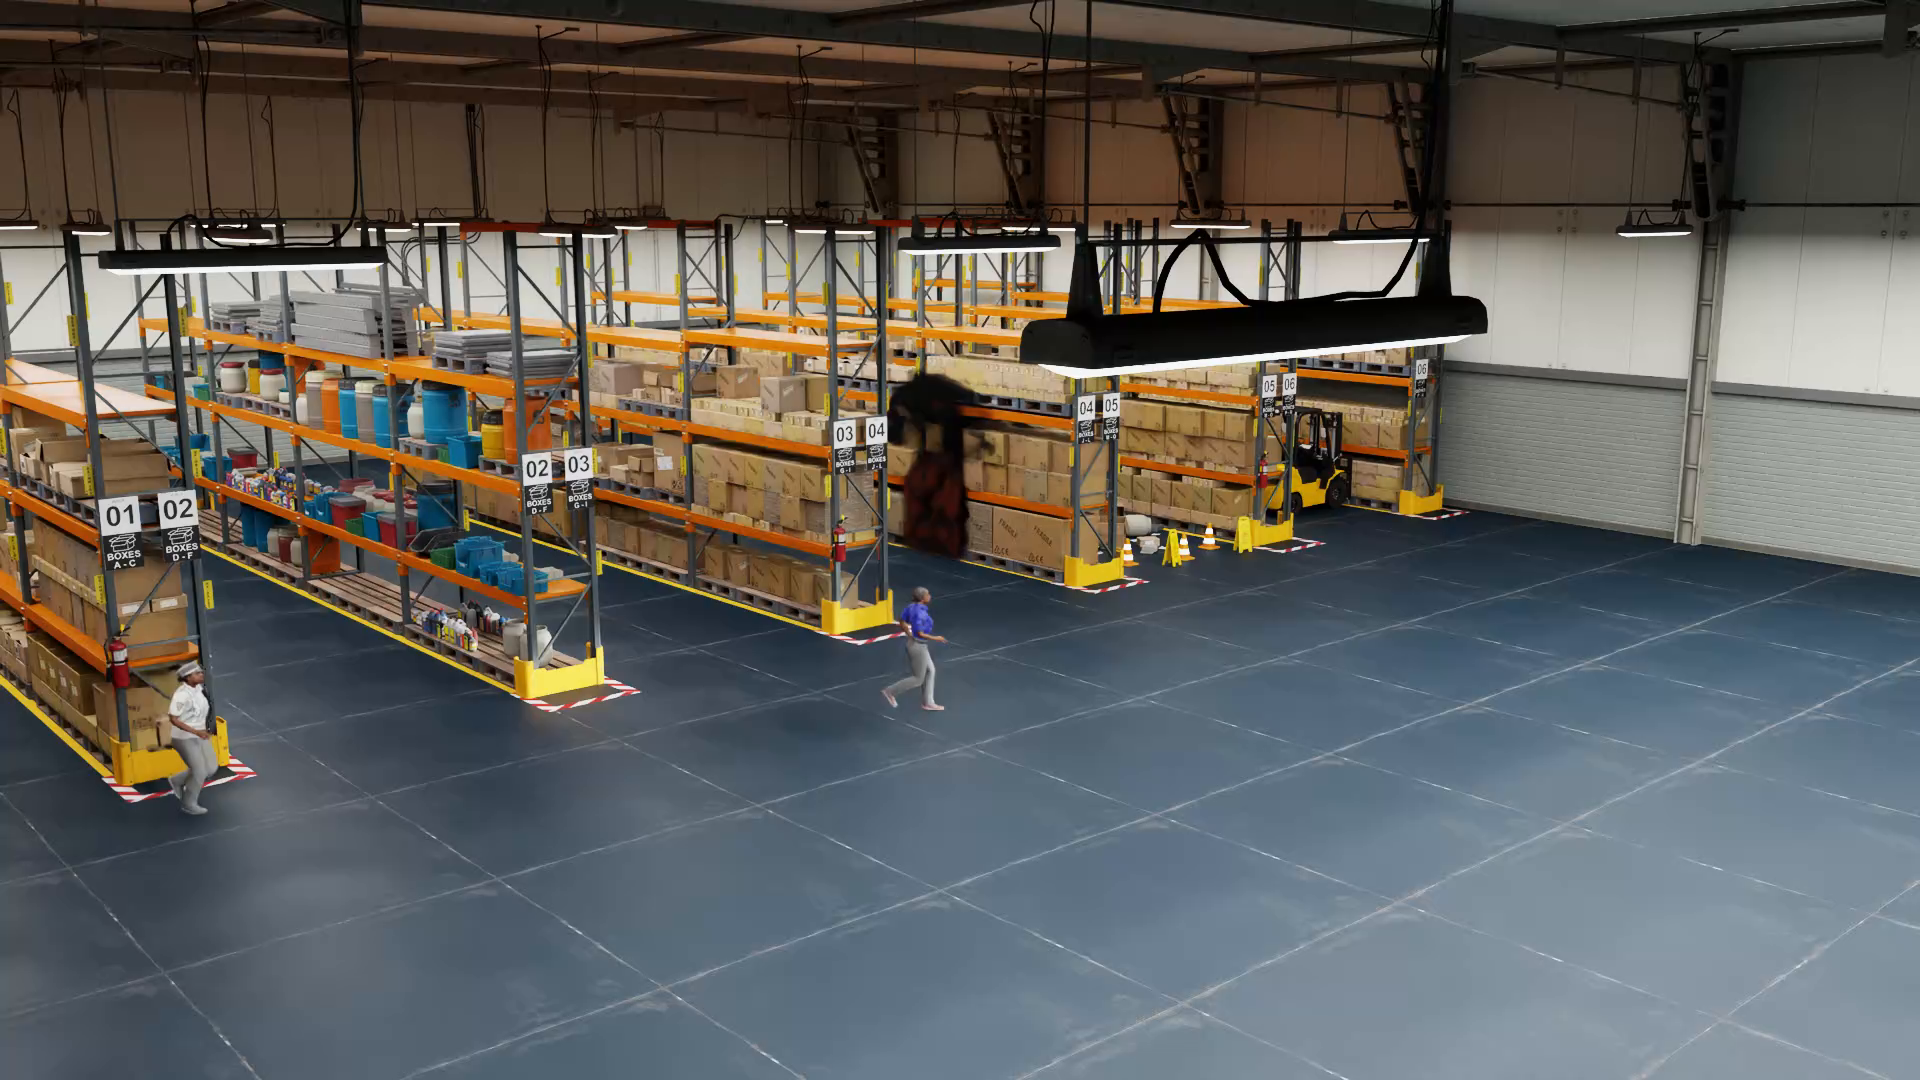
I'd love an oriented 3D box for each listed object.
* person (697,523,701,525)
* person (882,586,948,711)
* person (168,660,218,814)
[{"bbox_3d":[-5.234,-1.168,33.459,0.558,1.683,0.684,-9,15,-38],"label":"person"},{"bbox_3d":[-0.600,1.387,20.899,0.835,1.635,0.565,-3,12,-17],"label":"person"},{"bbox_3d":[-8.105,2.077,17.554,0.555,1.652,0.592,0,11,2],"label":"person"}]
